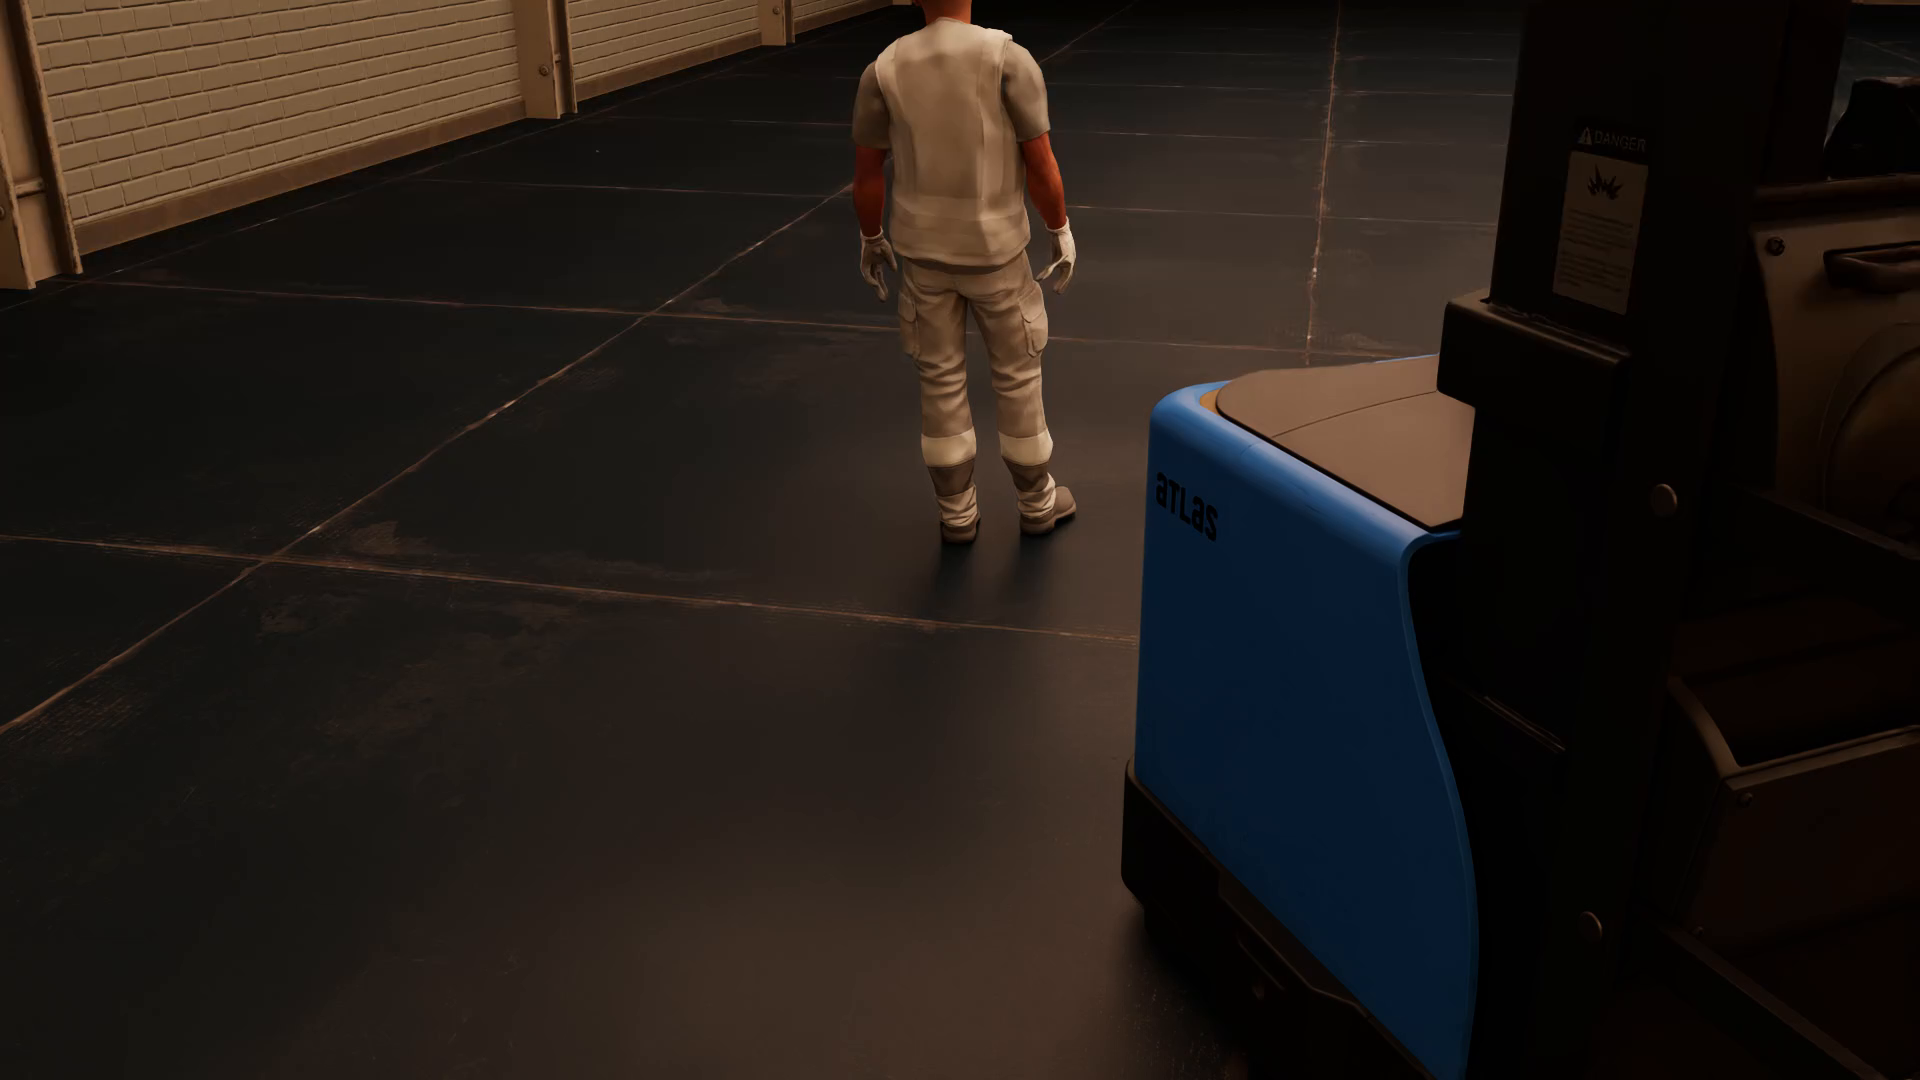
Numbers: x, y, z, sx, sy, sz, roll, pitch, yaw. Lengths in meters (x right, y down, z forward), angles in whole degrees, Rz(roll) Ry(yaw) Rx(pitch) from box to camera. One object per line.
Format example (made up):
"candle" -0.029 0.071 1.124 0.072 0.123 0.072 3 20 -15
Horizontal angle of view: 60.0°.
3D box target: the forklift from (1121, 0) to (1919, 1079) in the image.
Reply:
"forklift" 1.351 -0.190 1.732 1.130 2.935 3.031 -9 24 -21

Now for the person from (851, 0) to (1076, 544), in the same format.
"person" 0.029 -0.864 4.878 0.637 1.787 0.564 5 23 11
